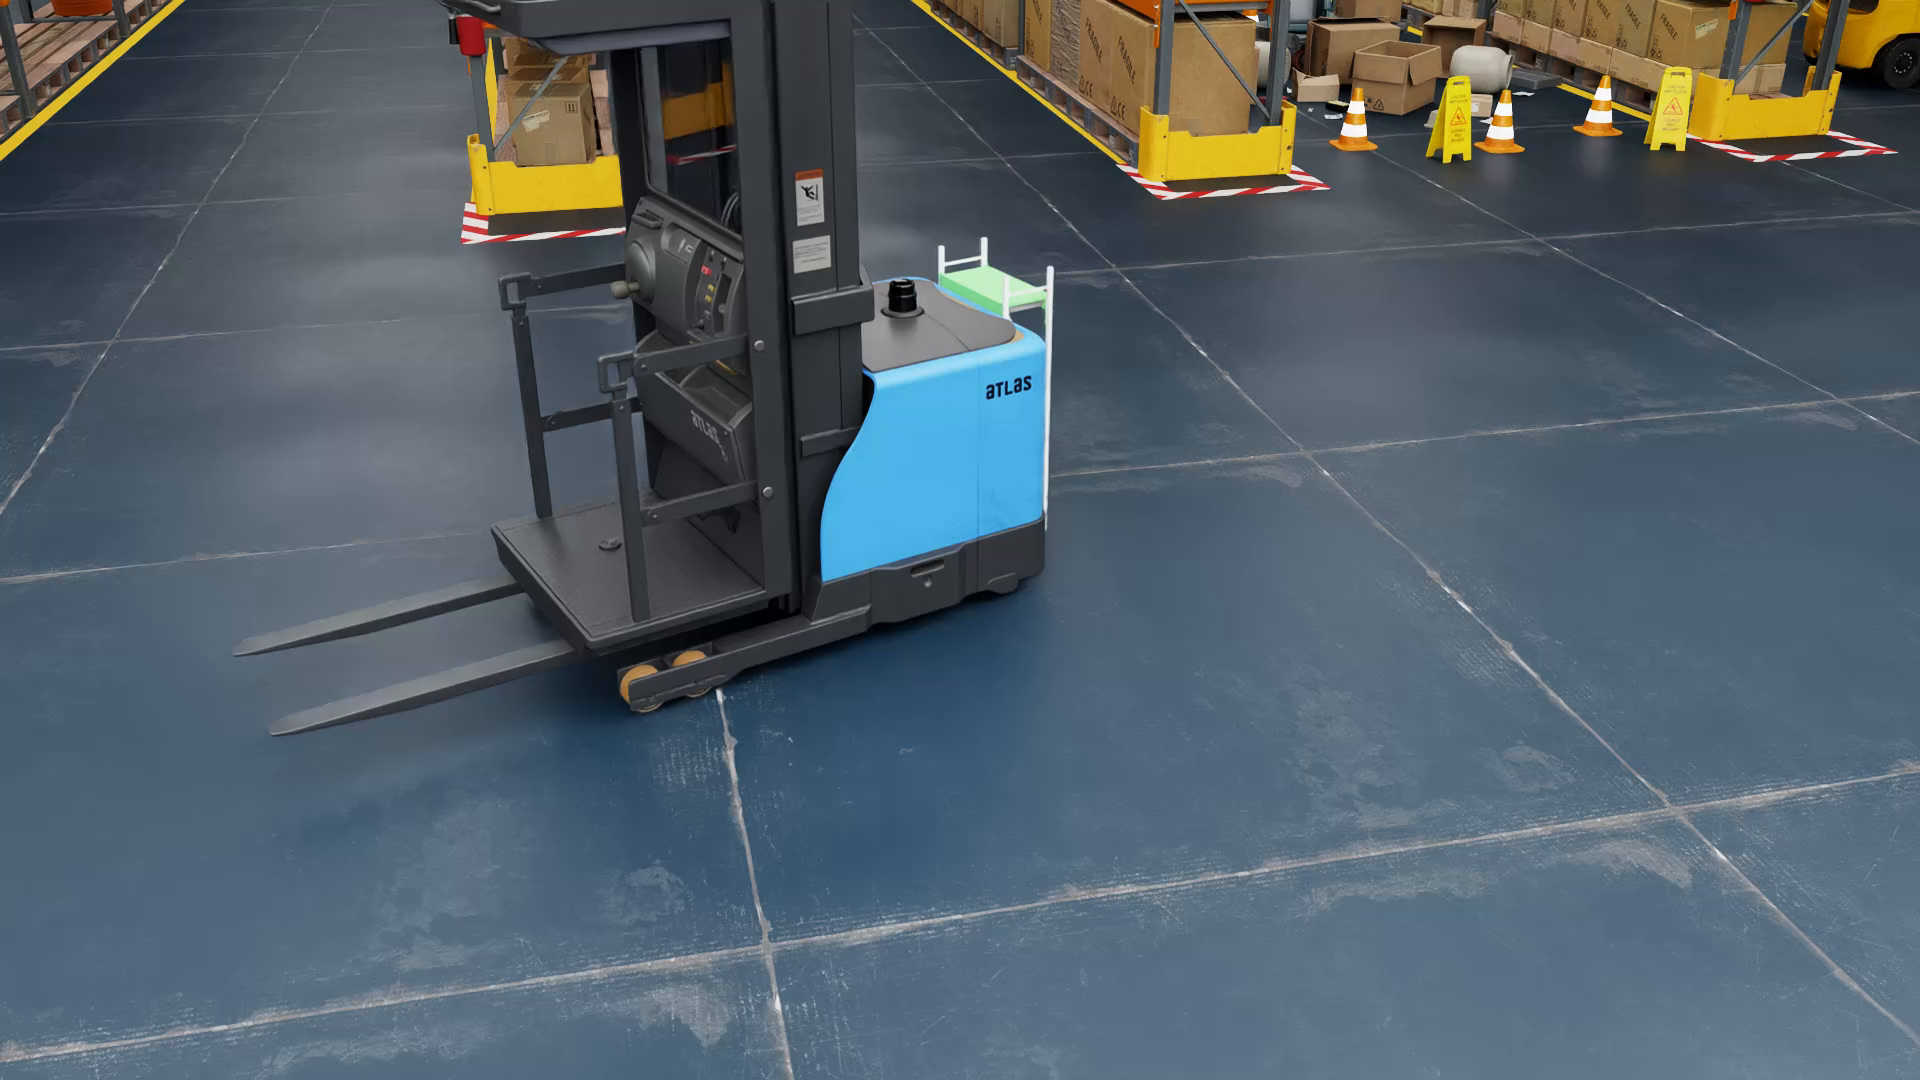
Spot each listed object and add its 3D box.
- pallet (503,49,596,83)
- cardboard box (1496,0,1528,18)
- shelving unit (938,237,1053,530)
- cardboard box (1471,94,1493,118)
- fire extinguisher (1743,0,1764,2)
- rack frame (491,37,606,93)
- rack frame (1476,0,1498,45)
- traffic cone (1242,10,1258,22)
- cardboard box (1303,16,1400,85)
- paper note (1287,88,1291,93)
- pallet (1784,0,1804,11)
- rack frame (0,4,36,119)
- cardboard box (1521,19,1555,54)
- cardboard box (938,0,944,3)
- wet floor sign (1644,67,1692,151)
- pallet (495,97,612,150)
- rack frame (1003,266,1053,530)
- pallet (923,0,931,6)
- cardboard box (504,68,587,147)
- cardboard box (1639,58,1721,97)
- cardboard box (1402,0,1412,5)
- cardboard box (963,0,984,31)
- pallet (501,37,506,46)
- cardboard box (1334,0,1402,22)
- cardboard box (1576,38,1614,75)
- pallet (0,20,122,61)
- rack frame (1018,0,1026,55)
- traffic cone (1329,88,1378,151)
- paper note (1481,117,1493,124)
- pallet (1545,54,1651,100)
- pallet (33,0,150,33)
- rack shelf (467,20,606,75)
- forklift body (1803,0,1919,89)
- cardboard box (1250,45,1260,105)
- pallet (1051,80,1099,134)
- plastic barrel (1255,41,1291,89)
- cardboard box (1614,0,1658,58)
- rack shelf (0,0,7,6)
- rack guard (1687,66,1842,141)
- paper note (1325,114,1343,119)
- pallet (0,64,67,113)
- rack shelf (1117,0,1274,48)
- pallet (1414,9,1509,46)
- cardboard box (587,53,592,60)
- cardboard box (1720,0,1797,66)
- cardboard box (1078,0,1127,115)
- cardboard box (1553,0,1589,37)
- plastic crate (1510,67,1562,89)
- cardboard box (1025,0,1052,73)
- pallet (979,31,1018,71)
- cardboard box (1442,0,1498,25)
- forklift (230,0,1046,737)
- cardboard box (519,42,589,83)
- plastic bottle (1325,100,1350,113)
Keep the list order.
[{"bbox_3d":[-3.965,-4.597,16.123,1.003,0.211,1.213,-6,27,-12],"label":"pallet"},{"bbox_3d":[5.736,-5.515,16.600,0.500,0.500,0.500,-5,27,-9],"label":"cardboard box"},{"bbox_3d":[0.145,-0.646,7.199,0.258,1.200,0.503,-16,31,-29],"label":"shelving unit"},{"bbox_3d":[4.505,-3.848,14.708,0.380,0.149,0.250,8,28,15],"label":"cardboard box"},{"bbox_3d":[6.345,-4.619,13.158,0.296,0.674,0.183,-6,27,-12],"label":"fire extinguisher"},{"bbox_3d":[-3.789,-5.500,14.818,1.000,3.000,0.127,-6,27,-12],"label":"rack frame"},{"bbox_3d":[5.867,-6.506,16.811,1.000,3.000,0.127,-6,27,-12],"label":"rack frame"},{"bbox_3d":[3.183,-5.802,18.231,0.336,0.463,0.334,-6,27,-12],"label":"traffic cone"},{"bbox_3d":[3.687,-4.620,15.694,0.797,0.637,0.503,-6,27,-12],"label":"cardboard box"},{"bbox_3d":[3.156,-4.220,15.585,0.172,0.023,0.155,3,27,6],"label":"paper note"},{"bbox_3d":[10.219,-6.623,20.138,1.003,0.211,1.213,-6,27,-12],"label":"pallet"},{"bbox_3d":[-8.614,-4.997,13.821,1.000,3.000,0.127,-6,27,-12],"label":"rack frame"},{"bbox_3d":[5.868,-4.947,16.307,0.500,0.250,0.500,-4,27,-9],"label":"cardboard box"},{"bbox_3d":[0.215,-6.622,19.071,1.050,0.750,0.750,-6,27,-12],"label":"cardboard box"},{"bbox_3d":[5.768,-3.507,13.482,0.267,0.644,0.232,3,27,6],"label":"wet floor sign"},{"bbox_3d":[-3.324,-3.427,13.806,1.003,0.211,1.213,-6,27,-12],"label":"pallet"},{"bbox_3d":[0.277,-0.554,7.016,0.240,1.200,0.015,-16,31,-29],"label":"rack frame"},{"bbox_3d":[-0.010,-6.814,20.515,1.003,0.211,1.213,-6,27,-12],"label":"pallet"},{"bbox_3d":[-3.180,-3.350,12.867,0.500,0.500,0.500,1,27,2],"label":"cardboard box"},{"bbox_3d":[6.318,-4.048,14.527,0.500,0.250,0.500,-6,27,-12],"label":"cardboard box"},{"bbox_3d":[5.422,-6.371,18.994,0.950,0.372,0.625,-5,27,-10],"label":"cardboard box"},{"bbox_3d":[0.625,-5.830,17.502,1.050,0.750,0.750,-6,27,-12],"label":"cardboard box"},{"bbox_3d":[-4.244,-5.133,17.186,1.003,0.211,1.213,-6,27,-12],"label":"pallet"},{"bbox_3d":[4.139,-5.534,16.820,0.500,0.500,0.500,-6,27,-12],"label":"cardboard box"},{"bbox_3d":[6.091,-4.495,15.412,0.500,0.250,0.500,-7,28,-13],"label":"cardboard box"},{"bbox_3d":[-9.379,-5.164,17.247,1.003,0.211,1.213,-6,27,-12],"label":"pallet"},{"bbox_3d":[1.067,-5.959,15.728,1.000,3.000,0.127,-6,27,-12],"label":"rack frame"},{"bbox_3d":[3.232,-3.448,13.568,0.336,0.463,0.334,-6,27,-12],"label":"traffic cone"},{"bbox_3d":[4.616,-3.638,14.423,0.148,0.019,0.142,-16,31,-29],"label":"paper note"},{"bbox_3d":[6.331,-4.434,15.800,1.003,0.211,1.213,-6,27,-12],"label":"pallet"},{"bbox_3d":[-9.734,-5.850,18.606,1.003,0.211,1.213,-6,27,-12],"label":"pallet"},{"bbox_3d":[-3.338,-4.301,13.240,1.077,0.370,4.000,-6,27,-12],"label":"rack shelf"},{"bbox_3d":[9.398,-5.524,15.808,2.313,2.155,1.214,-6,27,-12],"label":"forklift body"},{"bbox_3d":[2.416,-4.267,15.147,0.500,0.500,0.500,-1,27,-3],"label":"cardboard box"},{"bbox_3d":[1.440,-3.836,14.616,1.003,0.211,1.213,-6,27,-12],"label":"pallet"},{"bbox_3d":[2.817,-4.467,15.630,0.512,0.421,0.421,13,30,24],"label":"plastic barrel"},{"bbox_3d":[6.212,-4.599,14.786,0.500,0.500,0.500,-5,27,-10],"label":"cardboard box"},{"bbox_3d":[-8.163,-3.798,12.244,1.077,0.370,4.000,-6,27,-12],"label":"rack shelf"},{"bbox_3d":[6.751,-3.668,13.962,1.175,0.500,0.348,-6,27,-12],"label":"rack guard"},{"bbox_3d":[3.278,-3.720,14.587,0.144,0.017,0.142,3,27,6],"label":"paper note"},{"bbox_3d":[-8.829,-4.093,15.125,1.003,0.211,1.213,-6,27,-12],"label":"pallet"},{"bbox_3d":[1.517,-4.760,14.150,1.077,0.370,4.000,-6,27,-12],"label":"rack shelf"},{"bbox_3d":[5.690,-5.603,18.117,1.003,0.211,1.213,-6,27,-12],"label":"pallet"},{"bbox_3d":[-3.906,-4.852,15.820,0.700,0.500,0.500,-8,28,-16],"label":"cardboard box"},{"bbox_3d":[6.850,-4.438,14.466,0.500,0.500,0.500,-7,28,-13],"label":"cardboard box"},{"bbox_3d":[1.551,-4.119,13.974,0.875,0.875,0.875,-6,27,-12],"label":"cardboard box"},{"bbox_3d":[5.984,-5.053,15.685,0.500,0.500,0.500,-5,27,-9],"label":"cardboard box"},{"bbox_3d":[5.421,-4.430,15.939,0.402,0.080,0.583,-16,31,-29],"label":"plastic crate"},{"bbox_3d":[1.140,-4.915,15.551,0.875,0.875,0.875,-6,27,-11],"label":"cardboard box"},{"bbox_3d":[0.819,-5.045,17.012,1.003,0.211,1.213,-6,27,-12],"label":"pallet"},{"bbox_3d":[5.746,-5.751,17.765,0.950,0.372,0.625,-6,27,-11],"label":"cardboard box"},{"bbox_3d":[-1.170,-0.958,5.894,3.031,2.935,1.130,-16,31,-29],"label":"forklift"},{"bbox_3d":[-3.384,-3.877,13.910,0.500,0.500,0.500,-8,28,-16],"label":"cardboard box"},{"bbox_3d":[3.368,-3.886,14.881,0.133,0.061,0.283,-16,31,-29],"label":"plastic bottle"}]
